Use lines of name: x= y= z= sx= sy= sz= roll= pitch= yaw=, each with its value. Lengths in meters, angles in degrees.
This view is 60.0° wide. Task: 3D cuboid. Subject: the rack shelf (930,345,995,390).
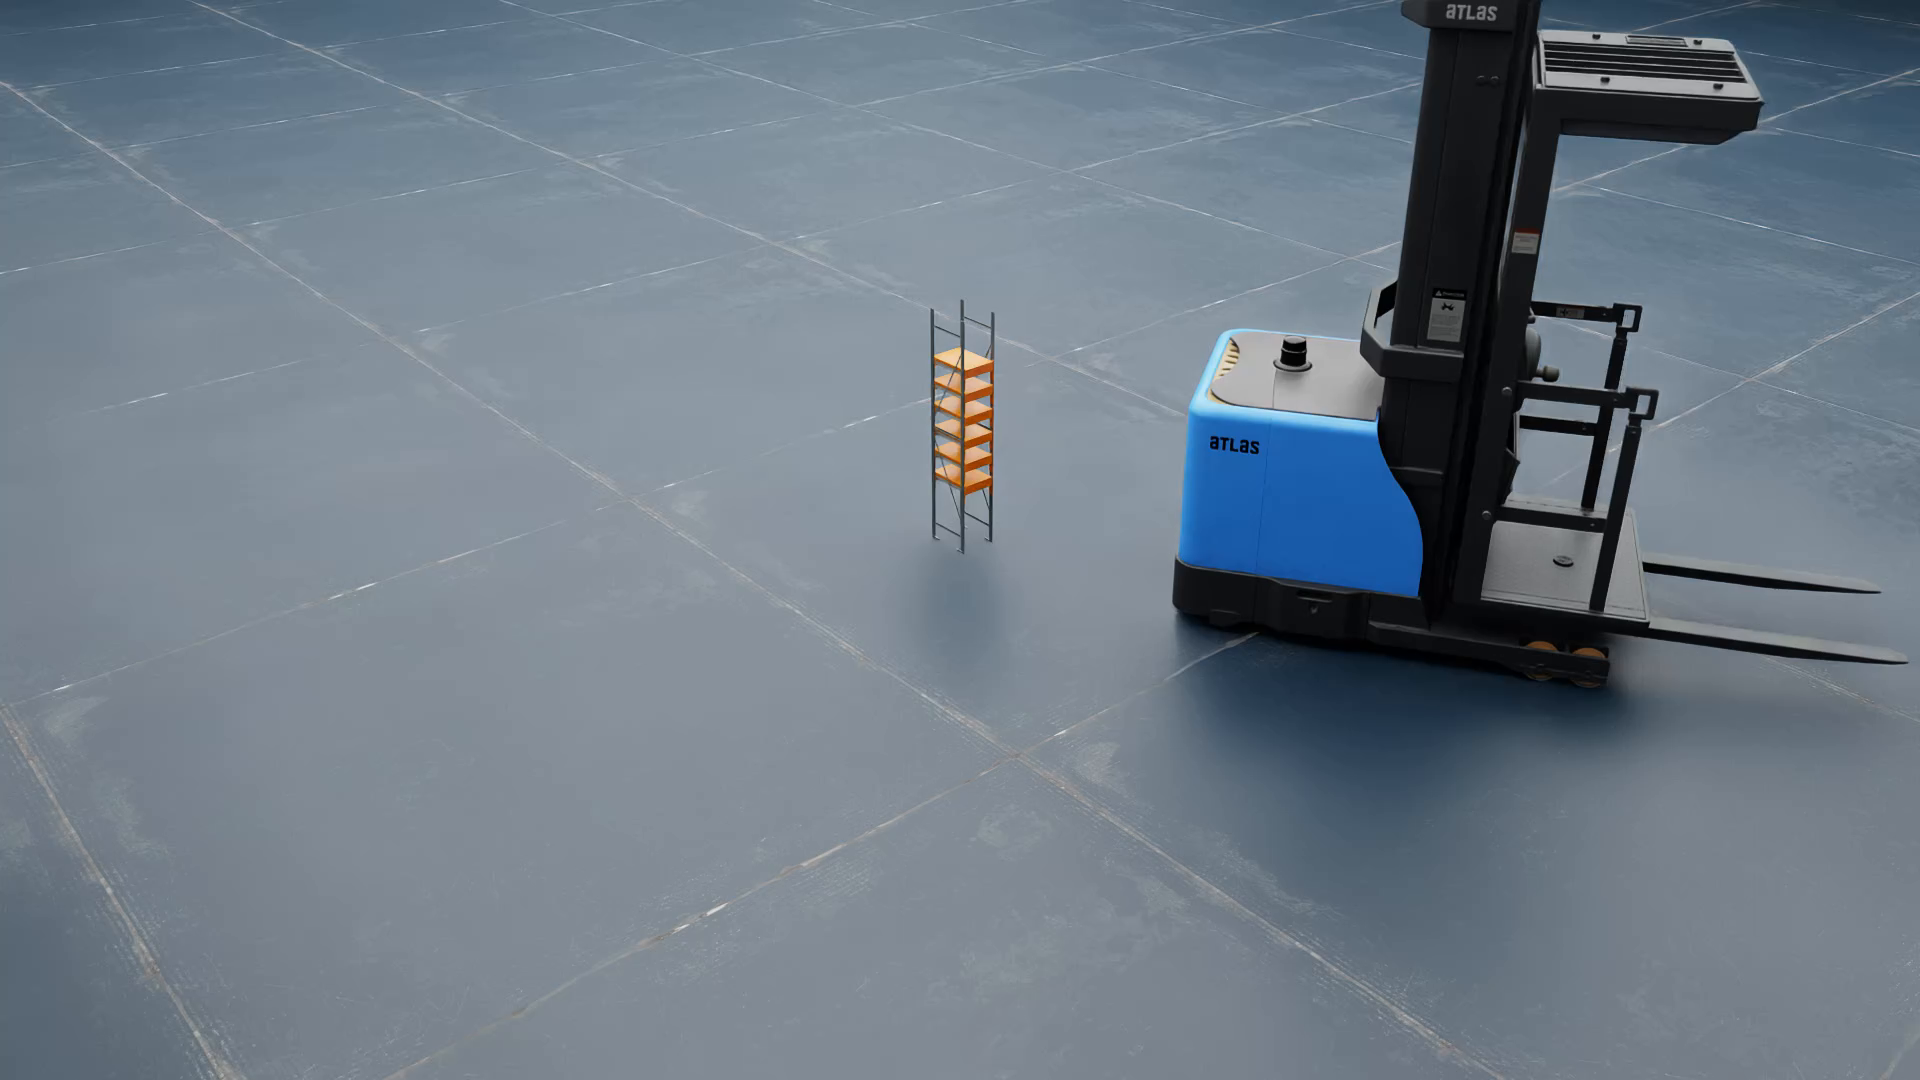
rack shelf: x=0.011 y=-0.812 z=7.827 sx=0.180 sy=0.103 sz=0.258 roll=-22 pitch=35 yaw=-35

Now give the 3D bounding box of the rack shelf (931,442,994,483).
rack shelf: x=0.011 y=-0.389 z=8.053 sx=0.180 sy=0.103 sz=0.258 roll=-22 pitch=35 yaw=-35

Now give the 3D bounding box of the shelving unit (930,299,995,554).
shelving unit: x=0.011 y=-0.534 z=7.975 sx=0.189 sy=1.200 sz=0.258 roll=-22 pitch=35 yaw=-35

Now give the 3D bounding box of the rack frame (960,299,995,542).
rack frame: x=0.081 y=-0.562 z=8.028 sx=0.006 sy=1.200 sz=0.240 roll=-22 pitch=35 yaw=-35

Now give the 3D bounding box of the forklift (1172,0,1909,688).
forklift: x=2.542 y=-0.945 z=6.908 sx=3.031 sy=2.935 sz=1.130 roll=8 pitch=29 yaw=14

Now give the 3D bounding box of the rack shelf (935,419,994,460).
rack shelf: x=0.011 y=-0.494 z=7.996 sx=0.180 sy=0.103 sz=0.258 roll=-22 pitch=35 yaw=-35

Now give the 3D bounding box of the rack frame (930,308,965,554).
rack frame: x=-0.059 y=-0.506 z=7.923 sx=0.006 sy=1.200 sz=0.240 roll=-22 pitch=35 yaw=-35

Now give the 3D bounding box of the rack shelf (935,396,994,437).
rack shelf: x=0.011 y=-0.600 z=7.940 sx=0.180 sy=0.103 sz=0.258 roll=-22 pitch=35 yaw=-35

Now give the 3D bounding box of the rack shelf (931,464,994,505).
rack shelf: x=0.011 y=-0.283 z=8.110 sx=0.180 sy=0.103 sz=0.258 roll=-22 pitch=35 yaw=-35

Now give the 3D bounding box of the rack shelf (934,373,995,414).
rack shelf: x=0.011 y=-0.706 z=7.883 sx=0.180 sy=0.103 sz=0.258 roll=-22 pitch=35 yaw=-35
